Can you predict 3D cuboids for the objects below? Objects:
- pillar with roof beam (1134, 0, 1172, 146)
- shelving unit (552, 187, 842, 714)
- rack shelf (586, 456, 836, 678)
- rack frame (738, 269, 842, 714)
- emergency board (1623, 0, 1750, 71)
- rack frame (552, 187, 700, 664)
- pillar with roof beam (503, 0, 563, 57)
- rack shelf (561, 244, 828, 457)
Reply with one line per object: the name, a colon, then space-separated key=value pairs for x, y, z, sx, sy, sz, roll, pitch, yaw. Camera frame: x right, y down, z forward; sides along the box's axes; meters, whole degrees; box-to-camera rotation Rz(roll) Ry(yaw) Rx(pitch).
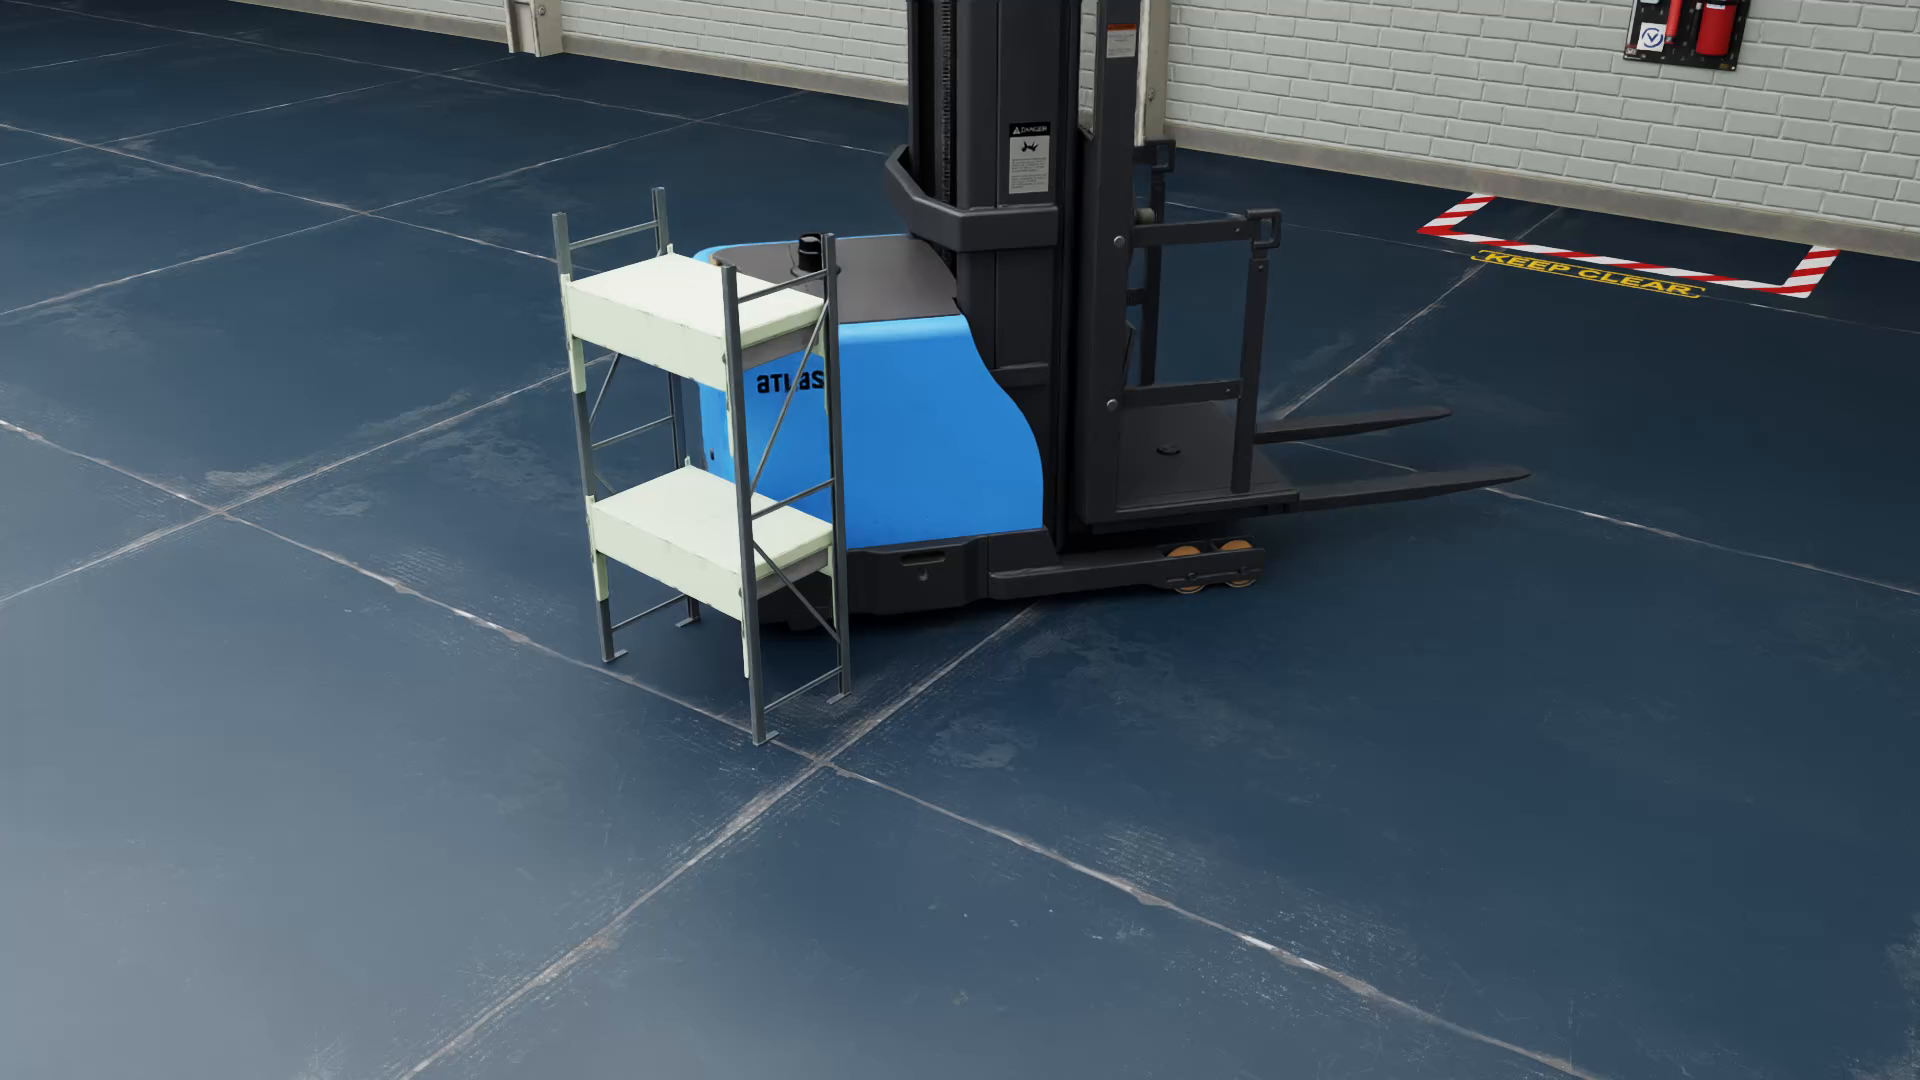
pillar with roof beam: x=-1.246 y=-5.196 z=6.538 sx=0.400 sy=9.000 sz=9.100 roll=17 pitch=32 yaw=30
shelving unit: x=-0.763 y=-0.225 z=5.038 sx=0.748 sy=1.500 sz=0.431 roll=22 pitch=34 yaw=36
rack shelf: x=-0.760 y=0.067 z=5.184 sx=0.720 sy=0.370 sz=0.431 roll=22 pitch=34 yaw=36
rack frame: x=-0.487 y=-0.113 z=4.819 sx=0.010 sy=1.308 sz=0.380 roll=22 pitch=34 yaw=36
emergency board: x=4.122 y=-3.239 z=9.308 sx=0.643 sy=1.169 sz=0.194 roll=17 pitch=32 yaw=30
rack frame: x=-1.035 y=-0.334 z=5.252 sx=0.023 sy=1.500 sz=0.400 roll=22 pitch=34 yaw=36
pillar with roof beam: x=-6.192 y=-6.736 z=9.565 sx=0.400 sy=9.000 sz=9.100 roll=17 pitch=32 yaw=30
rack shelf: x=-0.760 y=-0.571 z=4.859 sx=0.720 sy=0.370 sz=0.431 roll=22 pitch=34 yaw=36
